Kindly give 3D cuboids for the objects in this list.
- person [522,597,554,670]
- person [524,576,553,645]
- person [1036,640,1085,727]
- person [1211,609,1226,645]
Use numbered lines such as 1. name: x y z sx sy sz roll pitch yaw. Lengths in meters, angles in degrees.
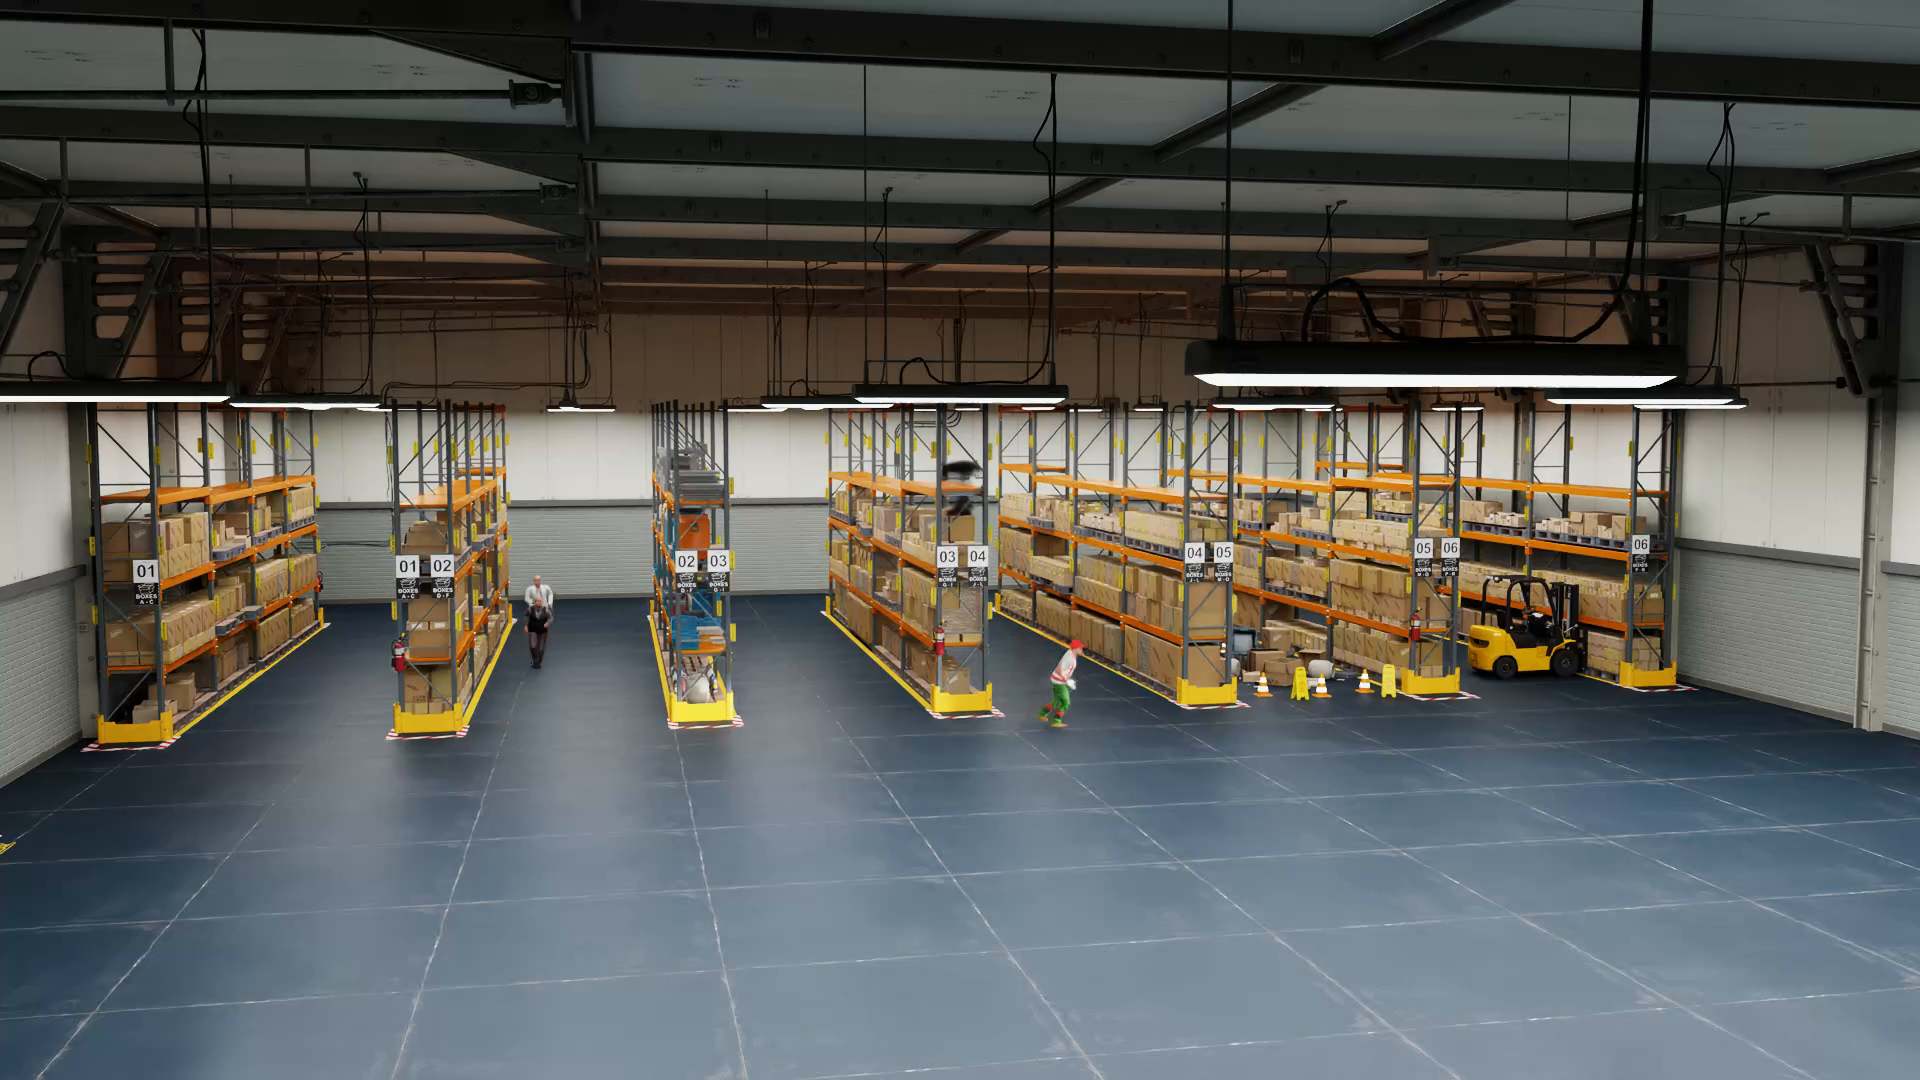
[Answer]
1. person: -9.464 2.087 37.359 0.692 1.662 0.785 -1 4 -17
2. person: -10.368 1.760 40.925 0.661 1.780 0.849 -1 4 -11
3. person: 1.836 2.617 30.417 0.932 1.630 0.668 1 4 11
4. person: 6.381 1.817 41.246 0.555 1.611 0.926 -2 5 -30
